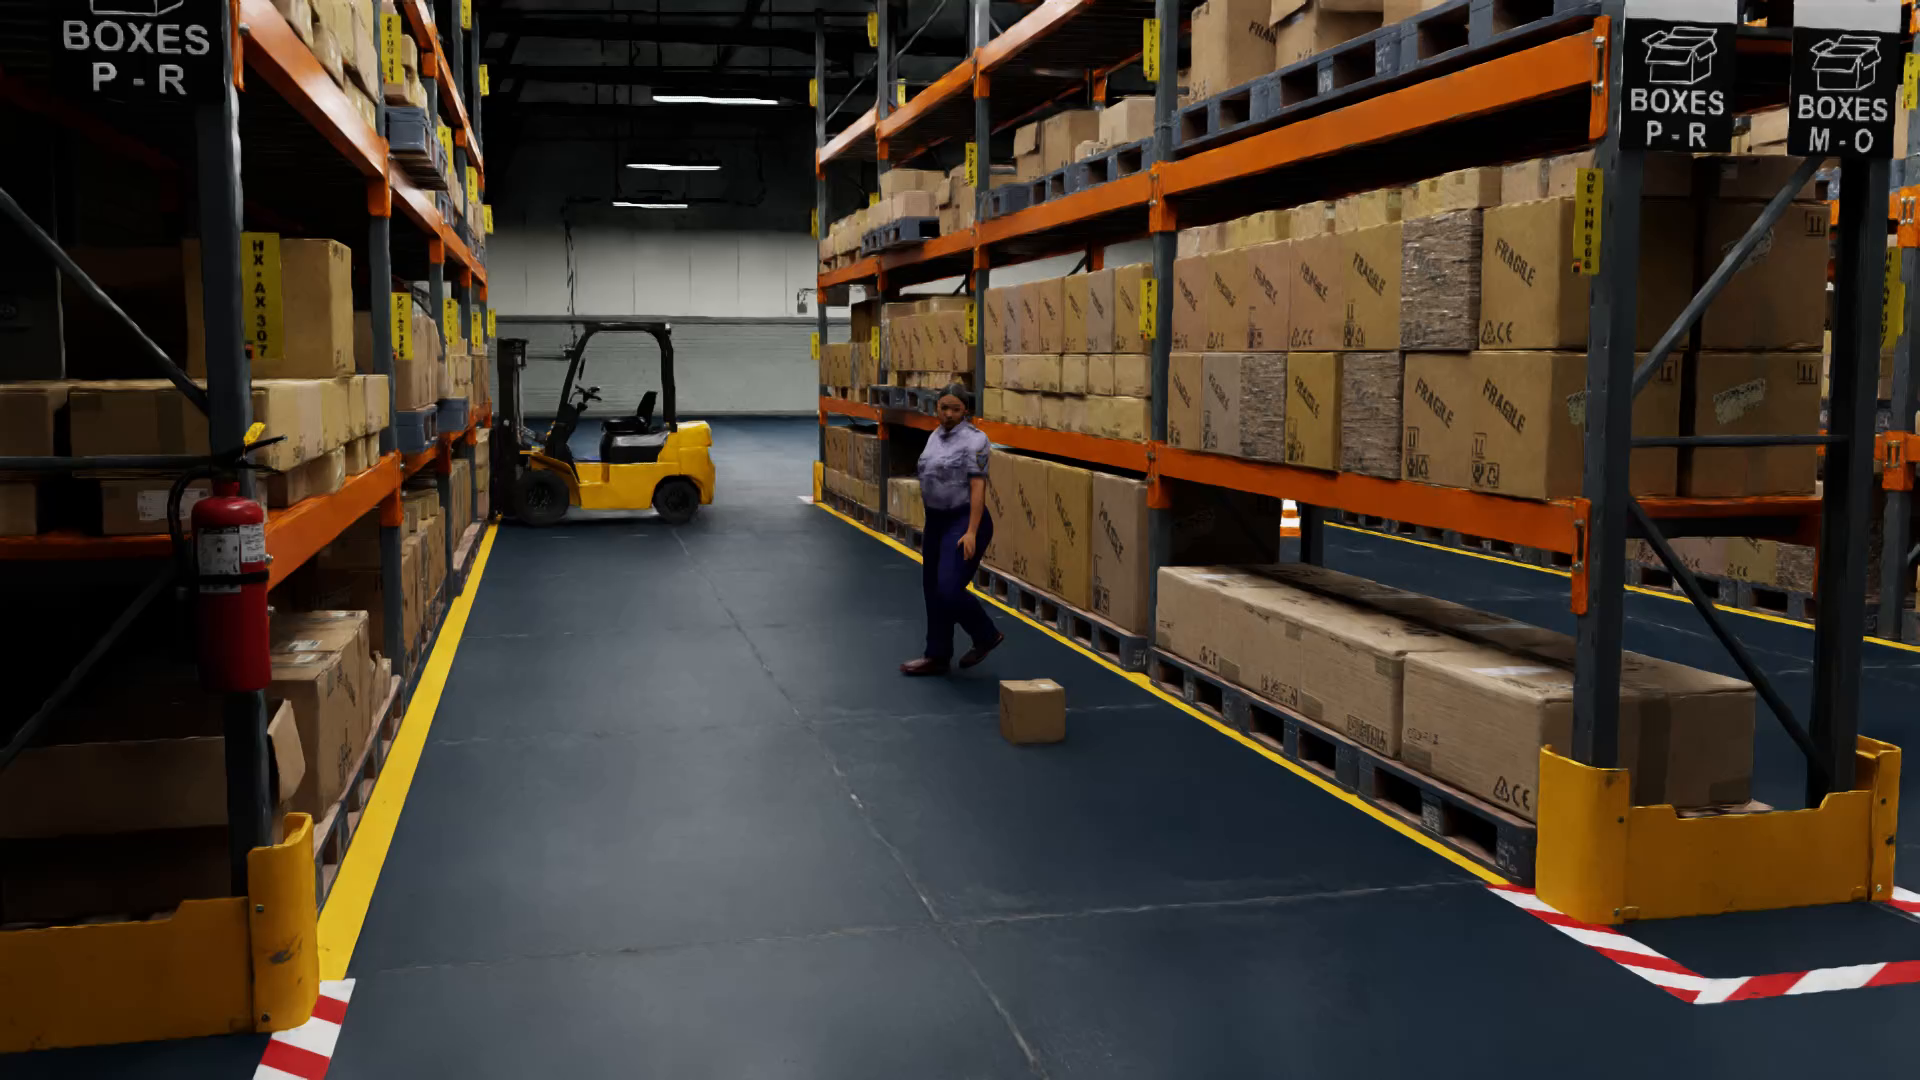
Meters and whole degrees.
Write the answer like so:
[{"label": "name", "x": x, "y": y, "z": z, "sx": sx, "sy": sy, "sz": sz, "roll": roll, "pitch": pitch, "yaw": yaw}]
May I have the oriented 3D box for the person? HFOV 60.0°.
[{"label": "person", "x": -0.023, "y": -0.056, "z": 9.194, "sx": 0.478, "sy": 1.631, "sz": 0.580, "roll": -5, "pitch": 8, "yaw": -36}]
